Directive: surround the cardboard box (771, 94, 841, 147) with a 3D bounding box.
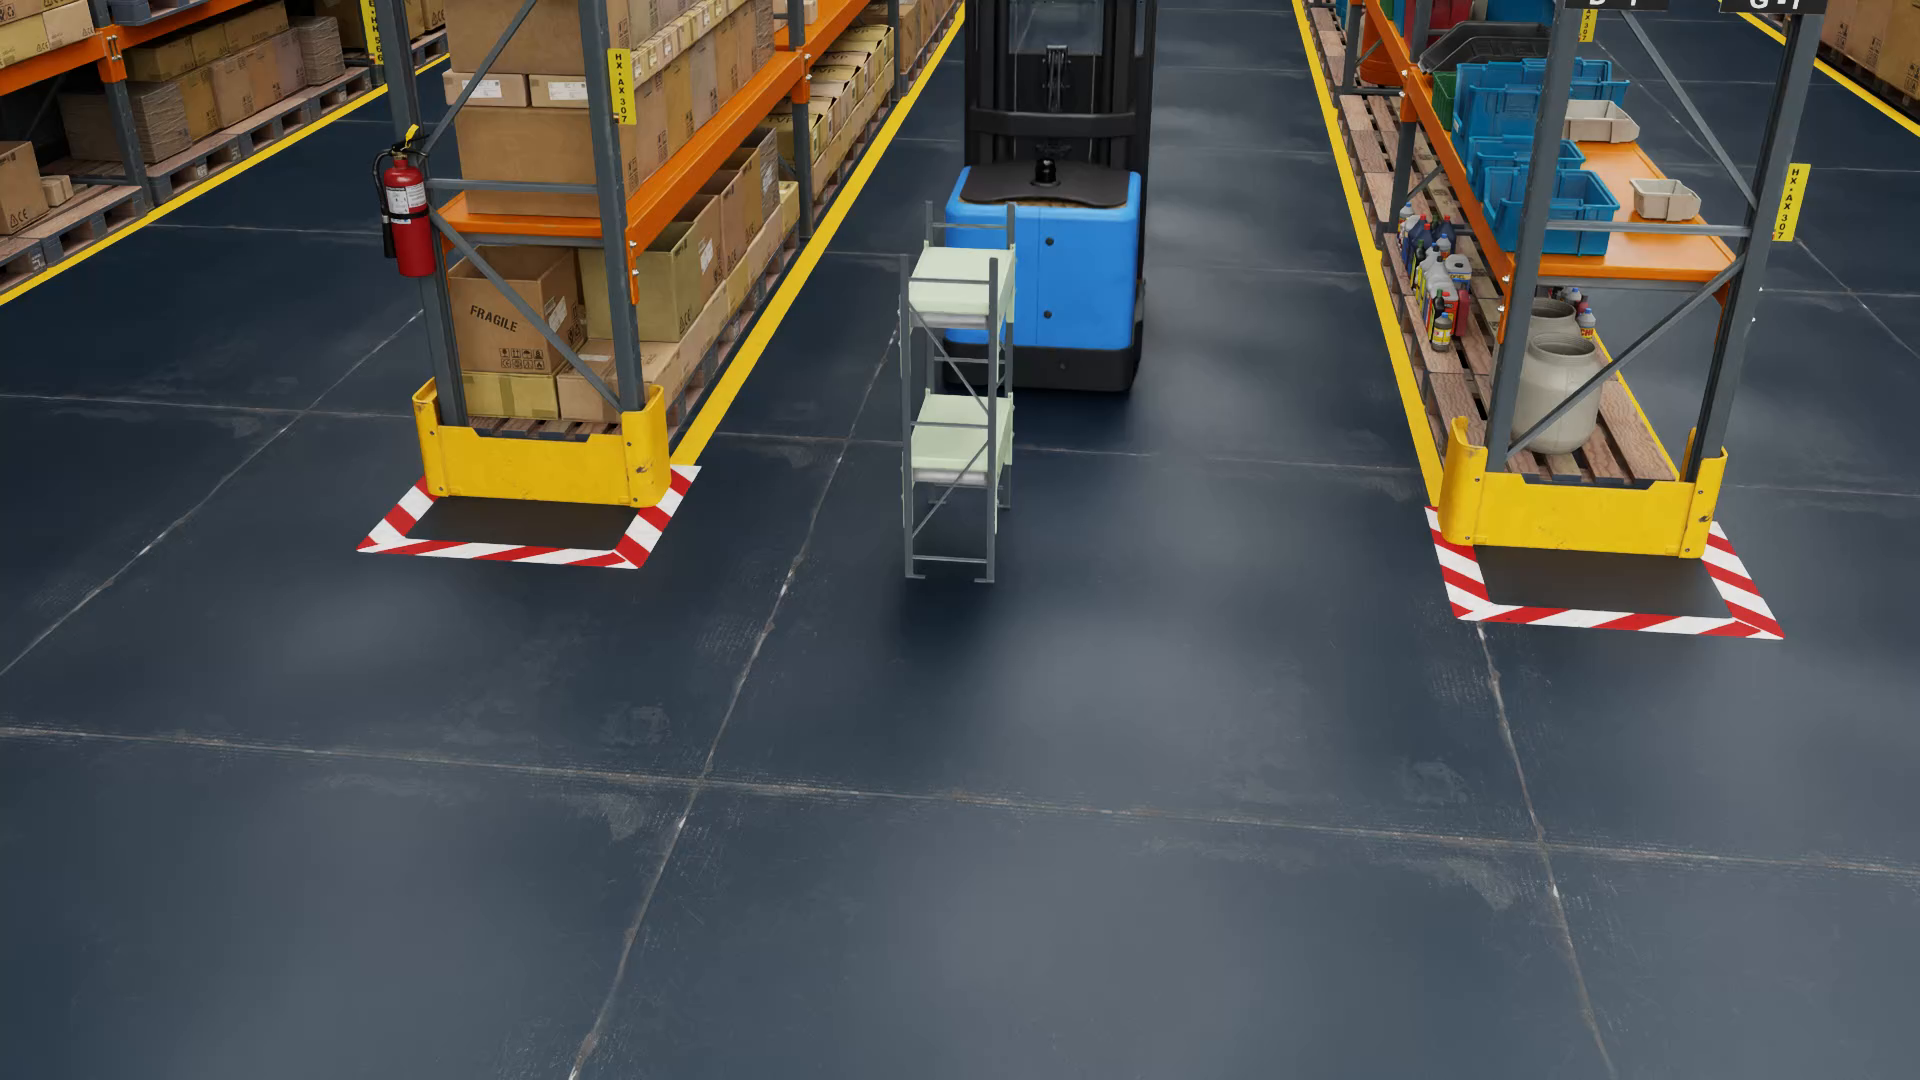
[{"bbox_3d":[-1.173,-3.119,12.242,0.500,0.311,0.500,3,28,6],"label":"cardboard box"}]

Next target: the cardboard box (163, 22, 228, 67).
[{"bbox_3d":[-6.270,-3.992,13.378,0.500,0.250,0.500,3,28,5],"label":"cardboard box"}]

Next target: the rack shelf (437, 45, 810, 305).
[{"bbox_3d":[-1.782,-2.224,9.475,1.077,0.370,4.000,3,28,6],"label":"rack shelf"}]

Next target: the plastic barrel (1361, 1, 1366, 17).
[{"bbox_3d":[4.050,-4.962,15.897,0.600,0.588,0.708,3,28,6],"label":"plastic barrel"}]

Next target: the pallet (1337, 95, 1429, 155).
[{"bbox_3d":[3.735,-3.486,13.998,1.003,0.211,1.213,3,28,6],"label":"pallet"}]

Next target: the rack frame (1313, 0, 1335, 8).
[{"bbox_3d":[4.358,-6.959,17.504,1.000,3.000,0.127,3,28,6],"label":"rack frame"}]

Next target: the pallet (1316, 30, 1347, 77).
[{"bbox_3d":[4.076,-4.794,16.427,1.003,0.211,1.213,3,28,6],"label":"pallet"}]

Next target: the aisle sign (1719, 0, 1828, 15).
[{"bbox_3d":[3.170,-2.404,6.308,0.394,0.787,0.004,3,28,6],"label":"aisle sign"}]

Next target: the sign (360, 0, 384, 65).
[{"bbox_3d":[-2.564,-2.252,7.297,0.100,0.325,0.005,3,28,6],"label":"sign"}]

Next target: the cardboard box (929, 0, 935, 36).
[{"bbox_3d":[-0.524,-5.385,16.754,0.500,0.500,0.500,2,28,4],"label":"cardboard box"}]

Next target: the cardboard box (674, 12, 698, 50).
[{"bbox_3d":[-1.610,-2.708,8.824,0.380,0.149,0.250,3,28,6],"label":"cardboard box"}]

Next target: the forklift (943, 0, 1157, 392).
[{"bbox_3d":[0.599,-2.777,9.814,1.130,2.935,3.031,3,28,6],"label":"forklift"}]

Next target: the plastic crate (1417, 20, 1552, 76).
[{"bbox_3d":[3.188,-2.927,10.085,0.767,0.338,0.504,3,28,6],"label":"plastic crate"}]

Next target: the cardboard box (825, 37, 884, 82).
[{"bbox_3d":[-0.924,-4.081,14.027,0.500,0.311,0.500,3,28,5],"label":"cardboard box"}]

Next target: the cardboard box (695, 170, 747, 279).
[{"bbox_3d":[-1.555,-1.850,9.686,0.500,0.500,0.500,3,28,6],"label":"cardboard box"}]

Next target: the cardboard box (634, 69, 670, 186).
[{"bbox_3d":[-1.898,-2.110,8.399,0.700,0.500,0.500,4,29,8],"label":"cardboard box"}]

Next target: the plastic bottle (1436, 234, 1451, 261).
[{"bbox_3d":[2.970,-1.754,10.257,0.097,0.271,0.097,0,28,0],"label":"plastic bottle"}]

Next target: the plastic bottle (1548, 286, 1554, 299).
[{"bbox_3d":[3.511,-1.459,9.782,0.097,0.201,0.097,0,28,0],"label":"plastic bottle"}]

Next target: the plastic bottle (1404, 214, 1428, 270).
[{"bbox_3d":[2.867,-1.865,10.377,0.144,0.351,0.185,4,29,8],"label":"plastic bottle"}]

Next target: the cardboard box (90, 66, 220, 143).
[{"bbox_3d":[-6.367,-3.455,13.173,0.700,0.500,0.500,3,28,5],"label":"cardboard box"}]

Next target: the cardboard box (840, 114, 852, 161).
[{"bbox_3d":[-1.117,-3.117,12.829,0.500,0.250,0.500,3,28,5],"label":"cardboard box"}]

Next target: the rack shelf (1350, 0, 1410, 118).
[{"bbox_3d":[3.623,-3.818,12.432,1.077,0.370,4.000,3,28,6],"label":"rack shelf"}]

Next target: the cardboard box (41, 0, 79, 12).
[{"bbox_3d":[-6.205,-3.801,10.989,0.500,0.500,0.500,3,28,6],"label":"cardboard box"}]

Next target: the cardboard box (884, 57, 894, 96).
[{"bbox_3d":[-0.870,-4.078,14.613,0.500,0.250,0.500,4,29,7],"label":"cardboard box"}]

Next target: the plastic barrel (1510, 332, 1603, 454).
[{"bbox_3d":[2.893,-0.714,8.093,0.421,0.512,0.421,0,28,0],"label":"plastic barrel"}]

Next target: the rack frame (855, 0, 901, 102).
[{"bbox_3d":[-1.047,-5.365,14.547,1.000,3.000,0.127,3,28,6],"label":"rack frame"}]

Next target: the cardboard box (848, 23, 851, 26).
[{"bbox_3d":[-1.166,-4.913,15.878,0.500,0.500,0.500,4,29,8],"label":"cardboard box"}]

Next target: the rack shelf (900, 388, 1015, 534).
[{"bbox_3d":[-0.001,-0.370,7.543,0.431,0.370,0.720,3,28,6],"label":"rack shelf"}]

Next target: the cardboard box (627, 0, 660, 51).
[{"bbox_3d":[-1.892,-2.707,8.138,0.700,0.500,0.500,3,28,5],"label":"cardboard box"}]

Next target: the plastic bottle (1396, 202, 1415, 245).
[{"bbox_3d":[2.904,-2.061,10.826,0.097,0.271,0.097,0,28,0],"label":"plastic bottle"}]

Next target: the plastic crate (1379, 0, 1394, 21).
[{"bbox_3d":[3.311,-3.936,12.116,0.450,0.188,0.662,3,28,6],"label":"plastic crate"}]

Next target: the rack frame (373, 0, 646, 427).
[{"bbox_3d":[-2.027,-1.600,7.557,1.000,3.000,0.127,3,28,6],"label":"rack frame"}]

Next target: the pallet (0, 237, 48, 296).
[{"bbox_3d":[-6.648,-1.647,10.585,1.003,0.211,1.213,3,28,6],"label":"pallet"}]

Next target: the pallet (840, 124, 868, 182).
[{"bbox_3d":[-1.339,-3.180,13.430,1.003,0.211,1.213,3,28,6],"label":"pallet"}]

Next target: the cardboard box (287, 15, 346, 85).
[{"bbox_3d":[-6.001,-4.403,14.931,0.700,0.500,0.500,4,29,7],"label":"cardboard box"}]

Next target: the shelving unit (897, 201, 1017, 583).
[{"bbox_3d":[-0.001,-0.657,7.388,0.431,1.500,0.755,3,28,6],"label":"shelving unit"}]

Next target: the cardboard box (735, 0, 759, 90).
[{"bbox_3d":[-1.644,-3.069,10.178,0.700,0.500,0.500,3,28,6],"label":"cardboard box"}]

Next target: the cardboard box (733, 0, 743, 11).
[{"bbox_3d":[-1.485,-3.193,9.725,0.380,0.149,0.250,3,28,6],"label":"cardboard box"}]

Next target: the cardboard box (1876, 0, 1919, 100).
[{"bbox_3d":[8.889,-4.361,14.480,1.225,0.875,0.875,2,28,4],"label":"cardboard box"}]

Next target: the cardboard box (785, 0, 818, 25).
[{"bbox_3d":[-1.226,-3.777,11.863,0.380,0.149,0.250,3,28,6],"label":"cardboard box"}]

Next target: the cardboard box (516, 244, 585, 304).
[{"bbox_3d":[-2.149,-1.645,9.307,0.500,0.500,0.500,3,28,6],"label":"cardboard box"}]

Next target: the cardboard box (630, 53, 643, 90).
[{"bbox_3d":[-1.736,-2.226,7.930,0.380,0.149,0.250,3,28,5],"label":"cardboard box"}]

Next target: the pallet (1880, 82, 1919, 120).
[{"bbox_3d":[8.955,-3.927,14.817,1.003,0.211,1.213,3,28,6],"label":"pallet"}]

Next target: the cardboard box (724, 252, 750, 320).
[{"bbox_3d":[-1.556,-1.520,9.864,0.500,0.250,0.500,3,28,6],"label":"cardboard box"}]

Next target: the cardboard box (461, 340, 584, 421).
[{"bbox_3d":[-2.255,-0.844,8.610,0.500,0.250,0.500,3,28,6],"label":"cardboard box"}]

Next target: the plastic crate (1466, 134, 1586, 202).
[{"bbox_3d":[2.738,-1.803,8.091,0.499,0.251,0.408,3,28,6],"label":"plastic crate"}]

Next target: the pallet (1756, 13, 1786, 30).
[{"bbox_3d":[9.445,-5.797,18.287,1.003,0.211,1.213,3,28,6],"label":"pallet"}]

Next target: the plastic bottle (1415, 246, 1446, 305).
[{"bbox_3d":[2.792,-1.576,9.841,0.144,0.351,0.185,3,28,6],"label":"plastic bottle"}]

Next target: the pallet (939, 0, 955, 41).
[{"bbox_3d":[-0.619,-5.636,17.988,1.003,0.211,1.213,3,28,6],"label":"pallet"}]

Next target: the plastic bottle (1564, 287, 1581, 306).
[{"bbox_3d":[3.462,-1.299,9.412,0.097,0.271,0.097,0,28,0],"label":"plastic bottle"}]

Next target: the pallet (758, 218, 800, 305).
[{"bbox_3d":[-1.676,-1.883,11.023,1.003,0.211,1.213,3,28,6],"label":"pallet"}]

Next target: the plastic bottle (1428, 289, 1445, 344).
[{"bbox_3d":[2.674,-1.254,9.315,0.061,0.283,0.133,4,29,7],"label":"plastic bottle"}]
